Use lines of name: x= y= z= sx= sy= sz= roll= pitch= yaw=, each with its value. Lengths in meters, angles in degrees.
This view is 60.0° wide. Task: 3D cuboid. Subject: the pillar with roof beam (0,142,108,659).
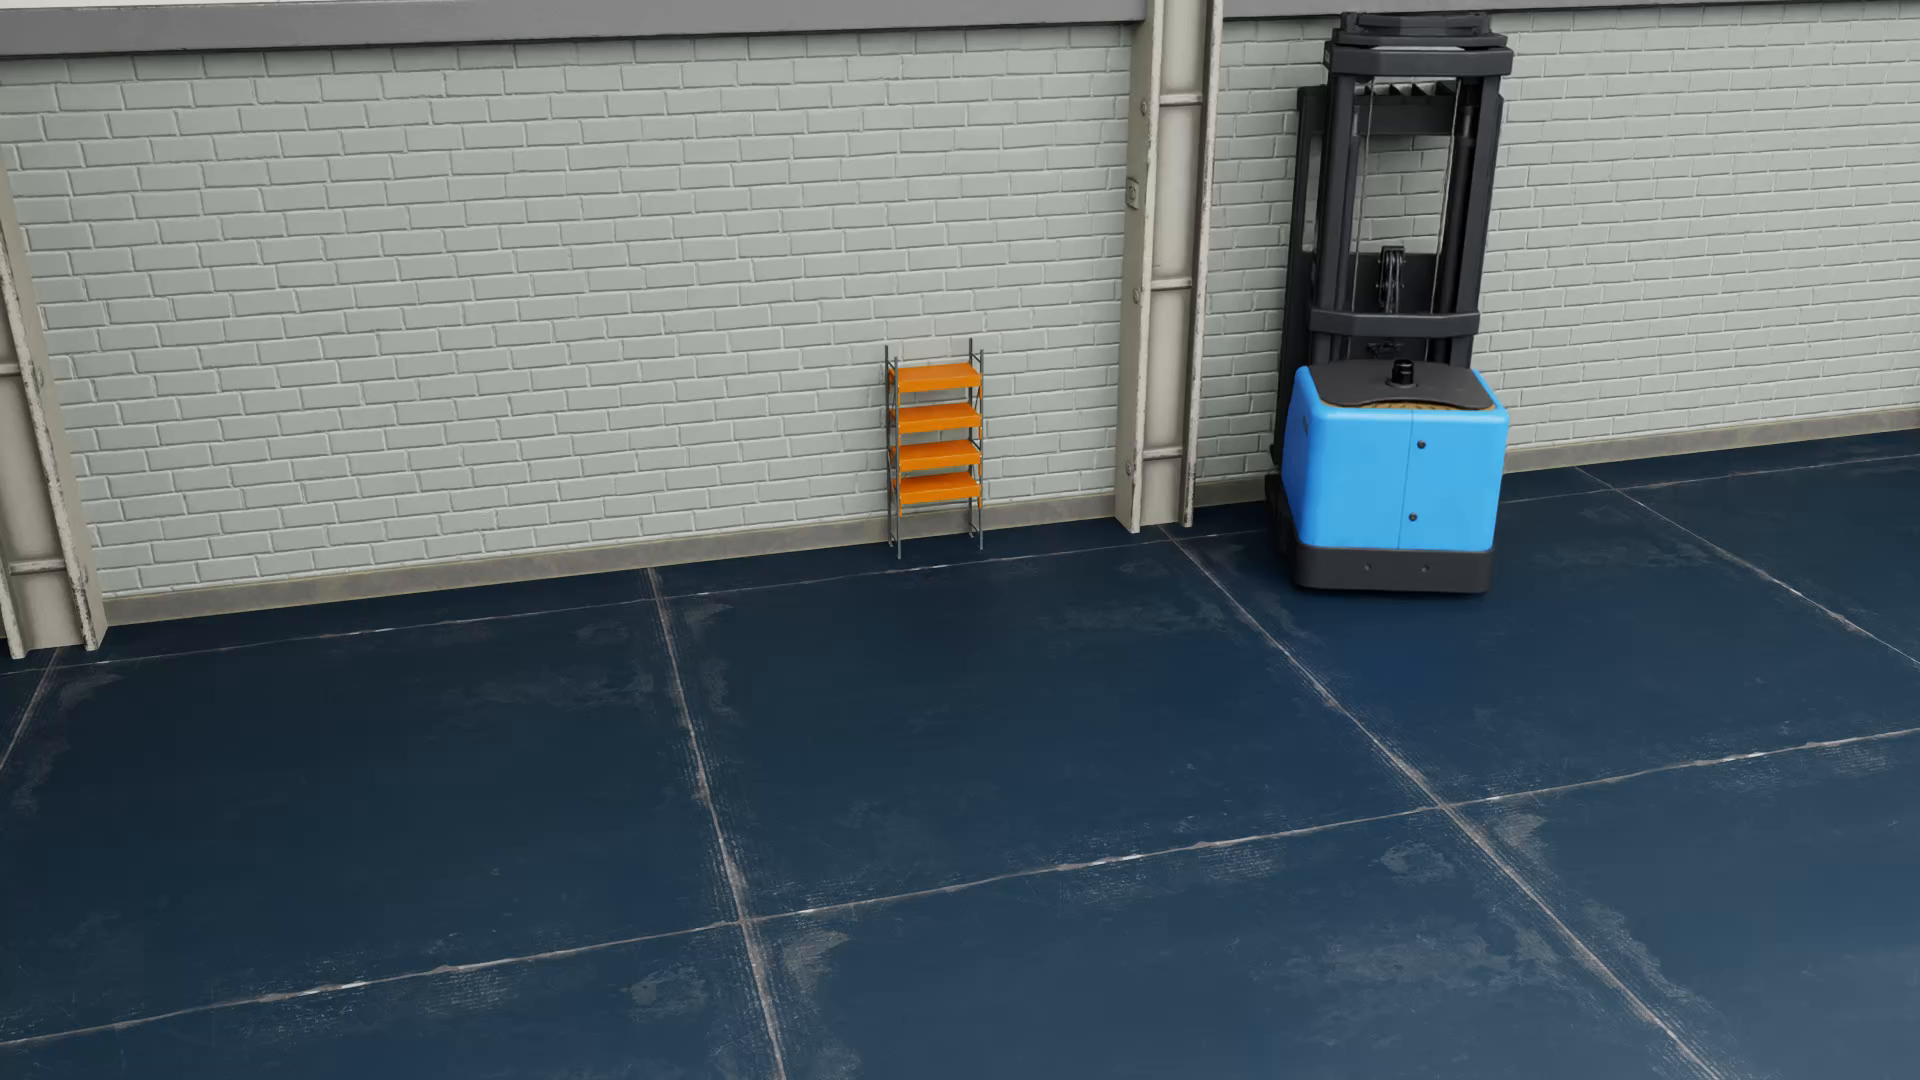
pillar with roof beam: x=-3.453 y=-1.982 z=2.956 sx=0.400 sy=9.000 sz=9.100 roll=-6 pitch=24 yaw=-14

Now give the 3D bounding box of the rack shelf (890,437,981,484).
rack shelf: x=-0.144 y=-0.452 z=9.453 sx=0.480 sy=0.148 sz=0.258 roll=-7 pitch=24 yaw=-15

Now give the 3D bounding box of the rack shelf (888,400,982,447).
rack shelf: x=-0.144 y=-0.658 z=9.364 sx=0.480 sy=0.148 sz=0.258 roll=-7 pitch=24 yaw=-15

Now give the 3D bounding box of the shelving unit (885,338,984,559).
shelving unit: x=-0.144 y=-0.514 z=9.426 sx=0.503 sy=1.200 sz=0.258 roll=-7 pitch=24 yaw=-15

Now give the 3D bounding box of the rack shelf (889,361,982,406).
rack shelf: x=-0.144 y=-0.875 z=9.270 sx=0.480 sy=0.148 sz=0.258 roll=-7 pitch=24 yaw=-15

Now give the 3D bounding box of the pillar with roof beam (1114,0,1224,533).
pillar with roof beam: x=2.324 y=-2.621 z=4.446 sx=0.400 sy=9.000 sz=9.100 roll=-6 pitch=24 yaw=-14

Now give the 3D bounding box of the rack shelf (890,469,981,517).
rack shelf: x=-0.144 y=-0.270 z=9.531 sx=0.480 sy=0.148 sz=0.258 roll=-7 pitch=24 yaw=-15

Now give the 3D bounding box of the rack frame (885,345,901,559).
rack frame: x=-0.378 y=-0.487 z=9.363 sx=0.015 sy=1.200 sz=0.240 roll=-7 pitch=24 yaw=-15

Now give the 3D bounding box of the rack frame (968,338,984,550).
rack frame: x=0.091 y=-0.541 z=9.488 sx=0.015 sy=1.200 sz=0.240 roll=-7 pitch=24 yaw=-15

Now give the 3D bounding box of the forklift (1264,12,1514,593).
forklift: x=2.445 y=-1.604 z=9.770 sx=1.130 sy=2.935 sz=3.031 roll=2 pitch=23 yaw=4
